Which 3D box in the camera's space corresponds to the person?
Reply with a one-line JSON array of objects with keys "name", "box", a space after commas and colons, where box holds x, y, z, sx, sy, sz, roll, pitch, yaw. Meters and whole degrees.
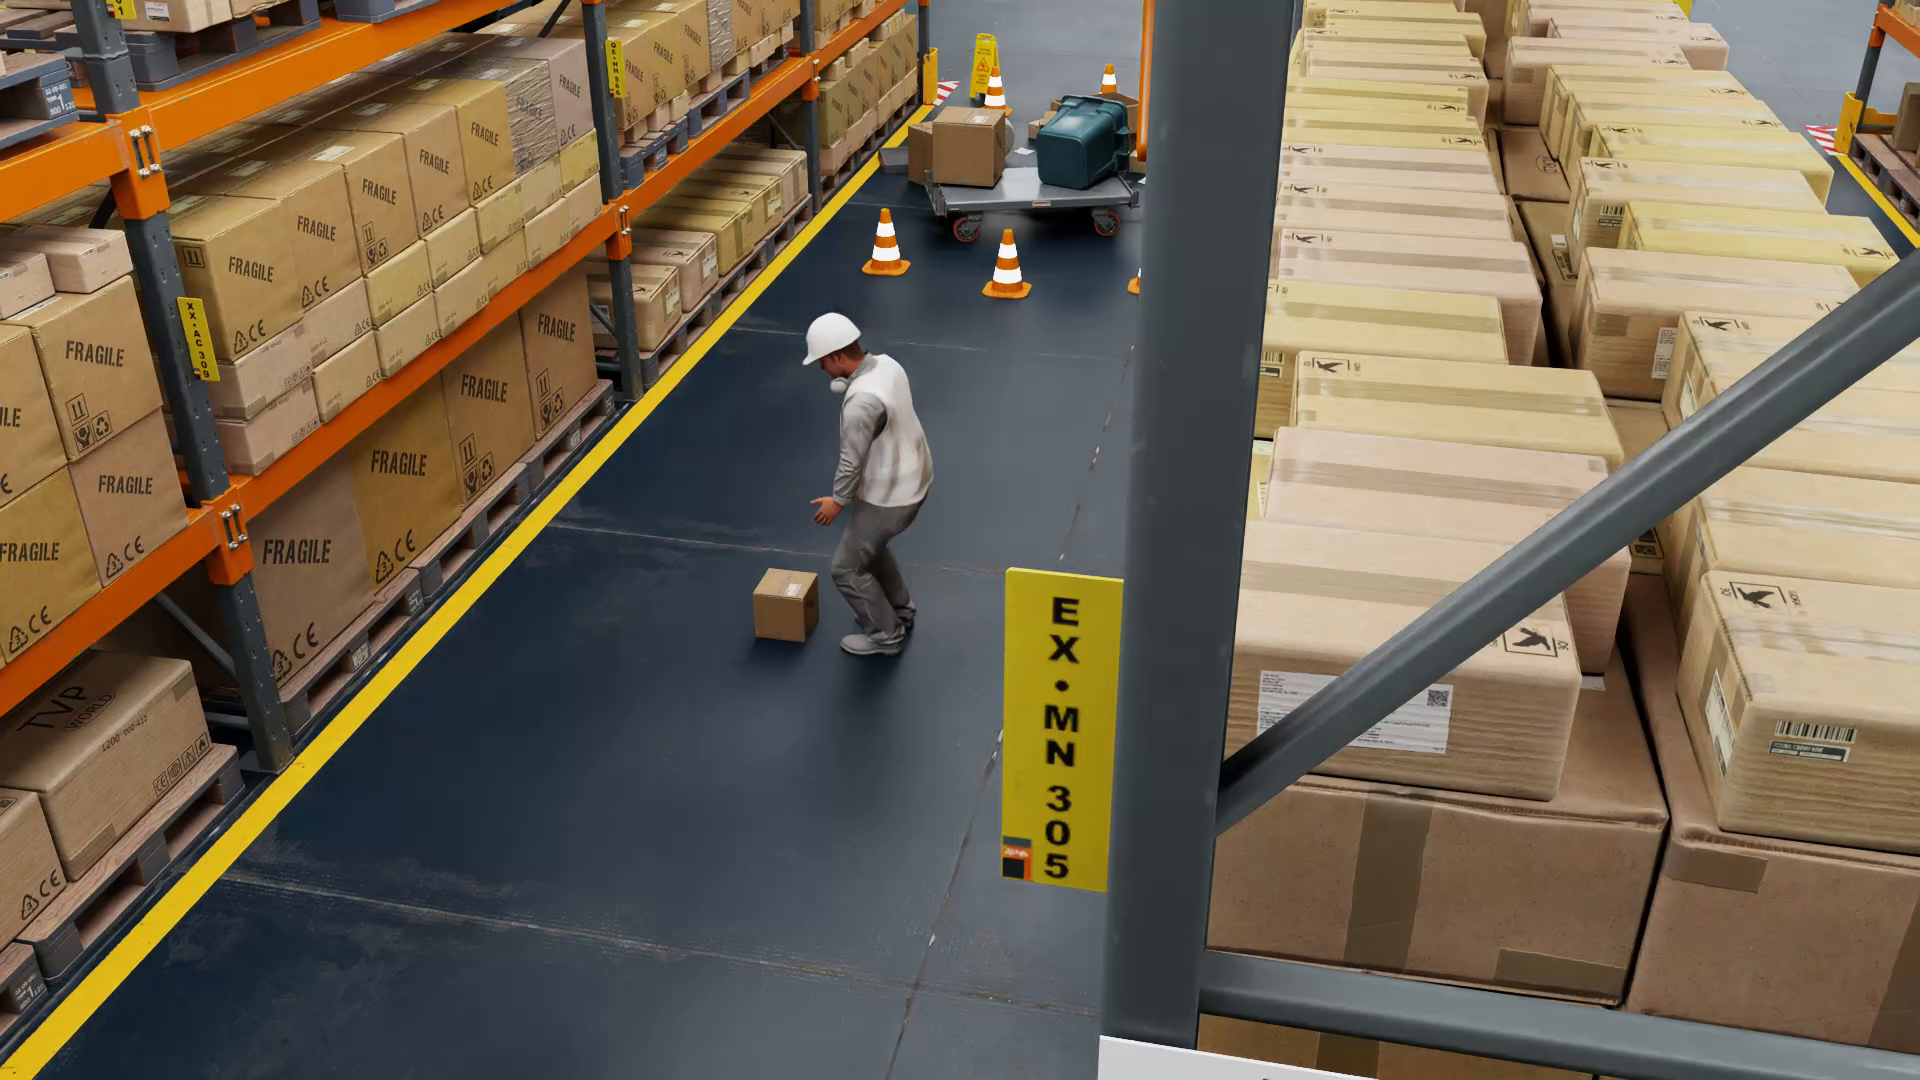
[{"name": "person", "box": [-0.419, -0.244, 7.668, 0.559, 1.665, 0.574, 6, 29, 12]}]
